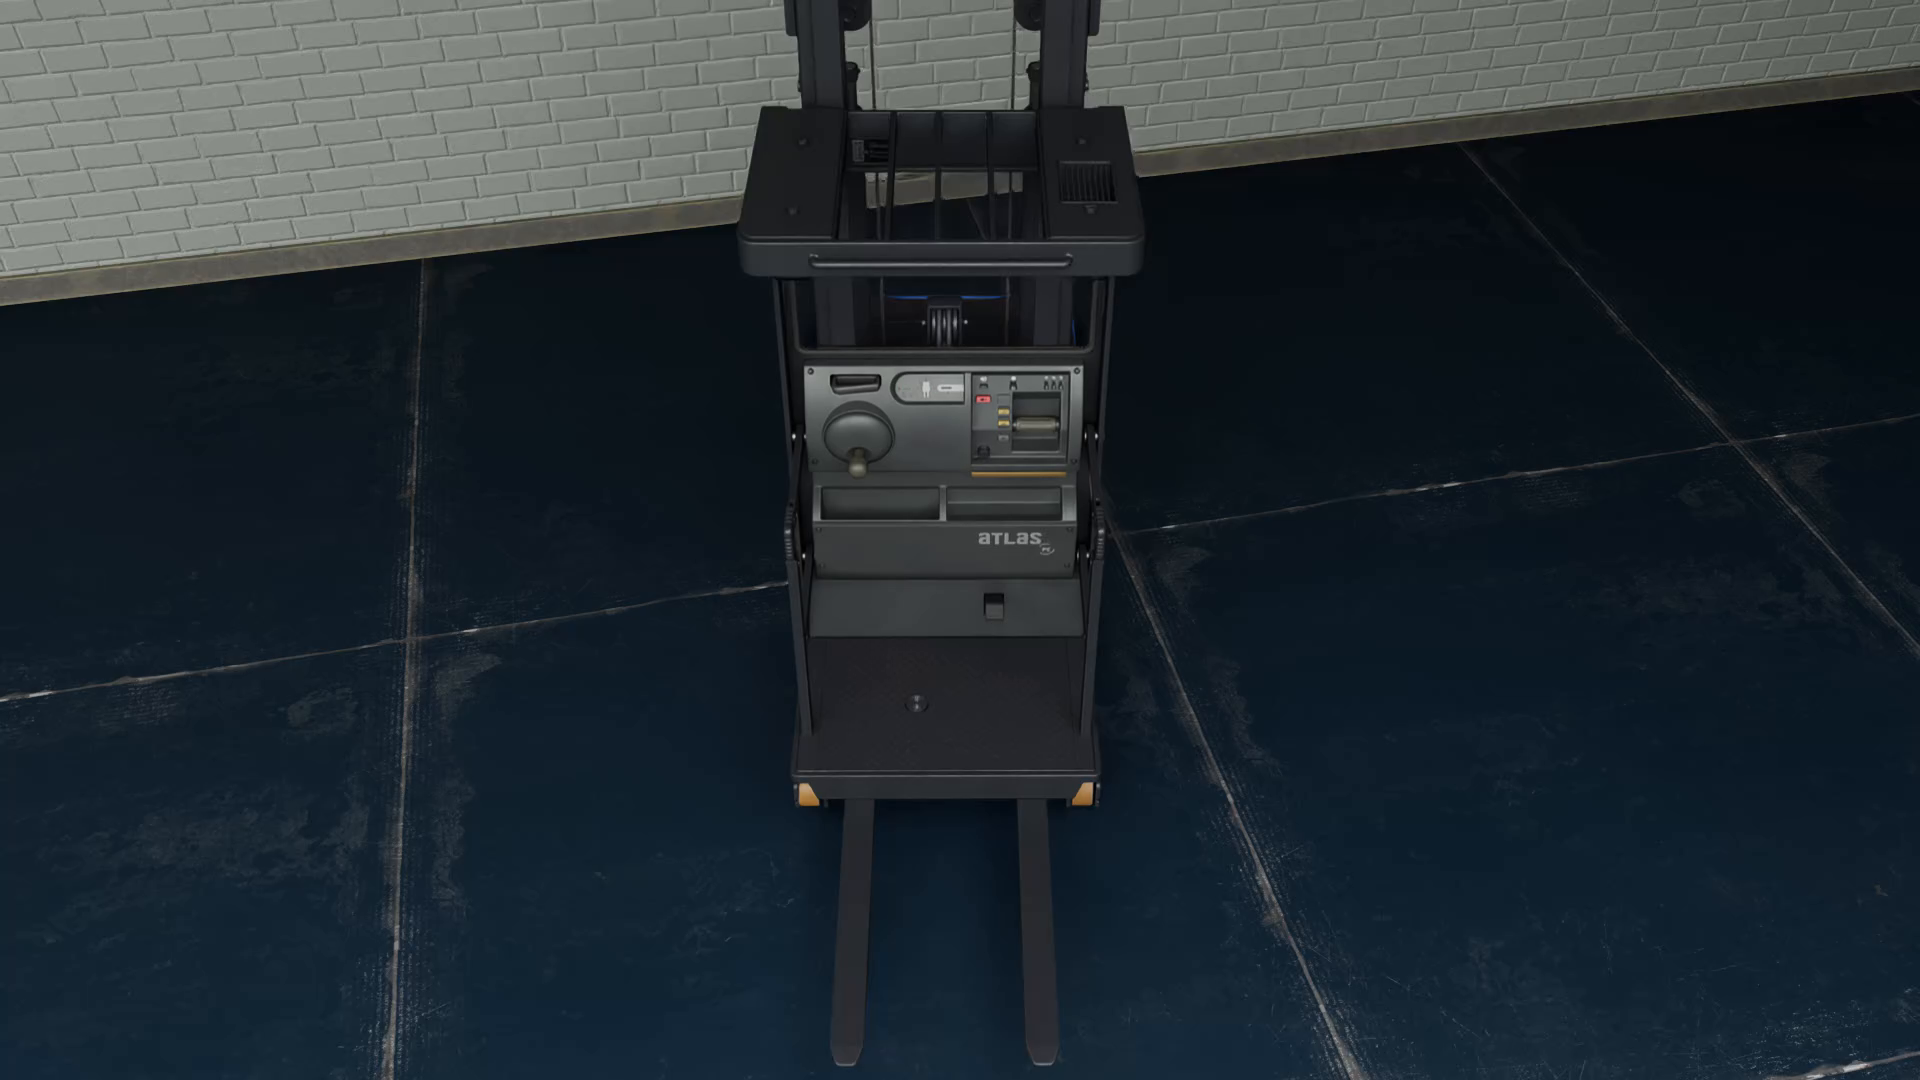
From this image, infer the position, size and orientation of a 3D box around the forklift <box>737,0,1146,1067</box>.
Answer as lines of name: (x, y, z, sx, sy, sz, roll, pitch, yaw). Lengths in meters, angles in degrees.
forklift: (-0.051, -0.324, 5.407, 1.130, 2.935, 3.031, 0, 42, 0)
